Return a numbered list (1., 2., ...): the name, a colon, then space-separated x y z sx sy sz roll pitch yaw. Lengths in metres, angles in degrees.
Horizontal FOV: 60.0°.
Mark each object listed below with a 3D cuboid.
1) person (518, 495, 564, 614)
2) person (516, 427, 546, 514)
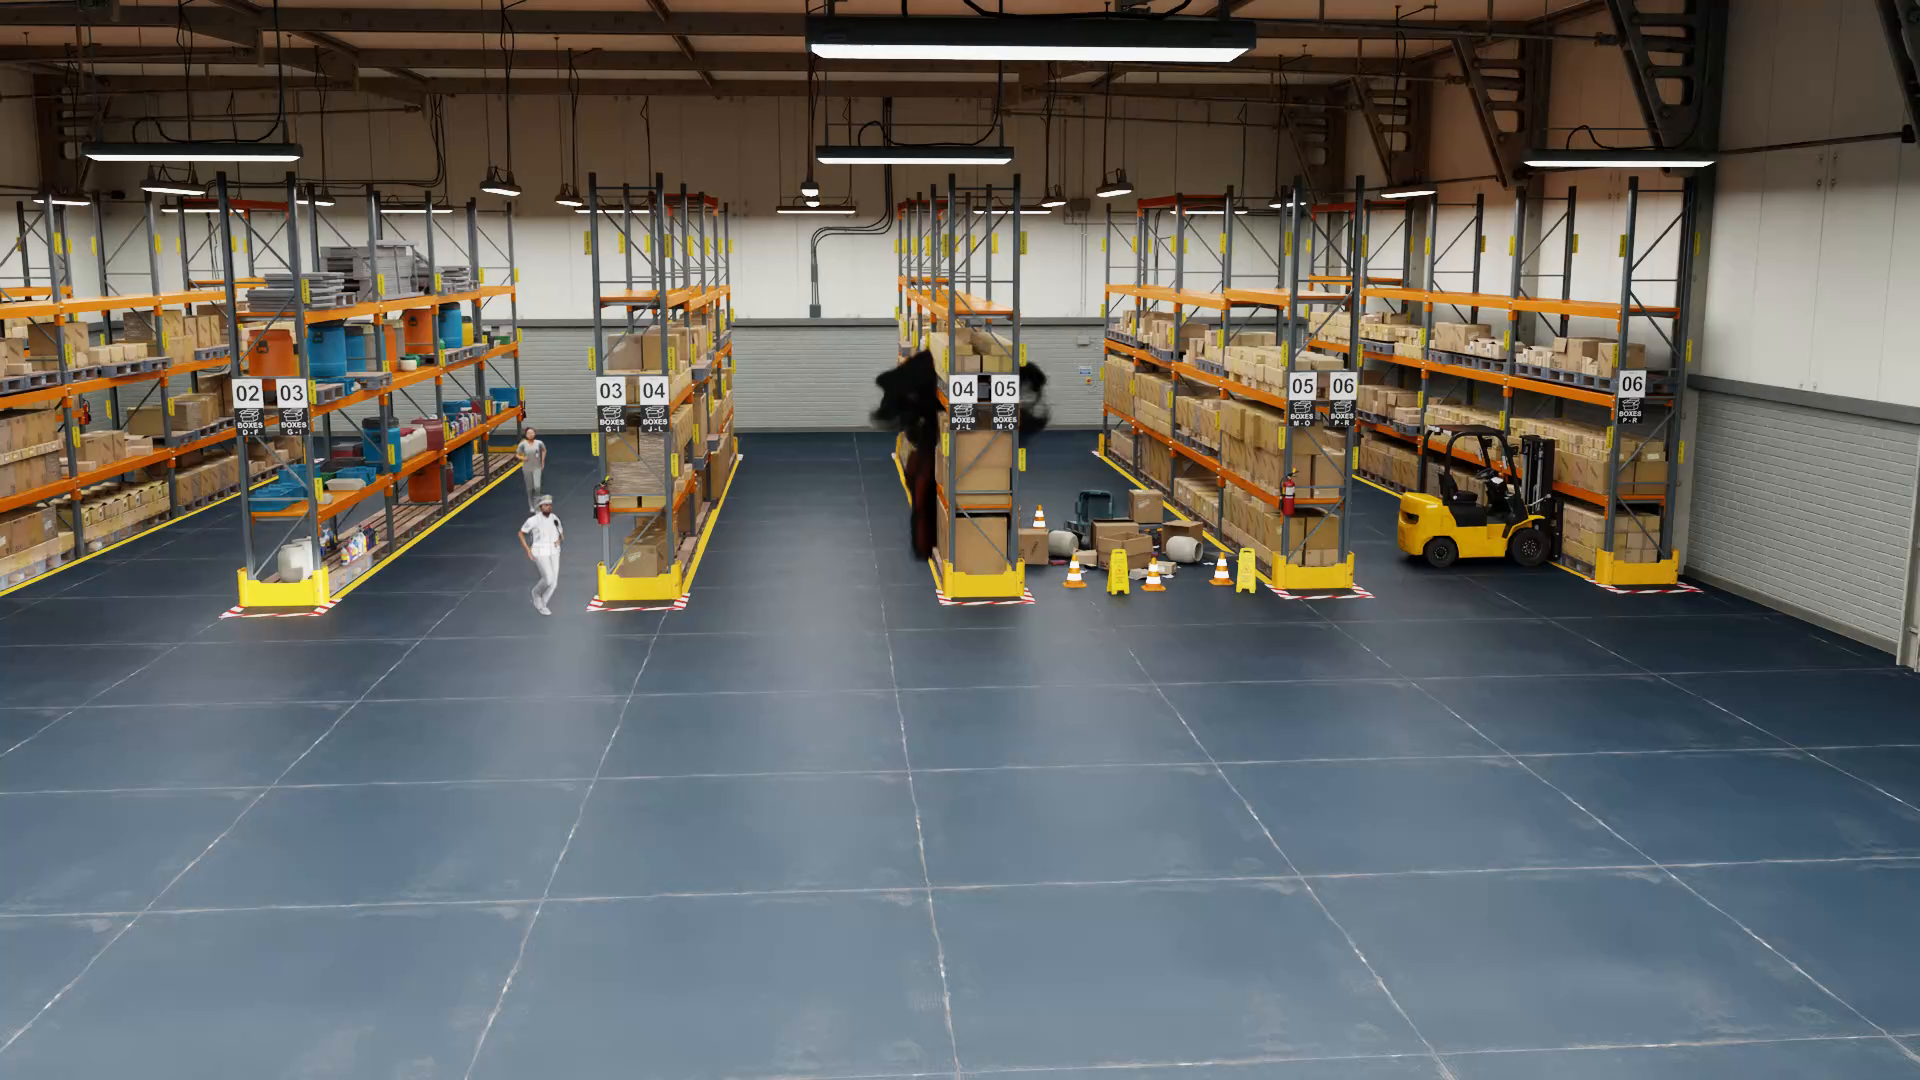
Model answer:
1. person: -5.668 0.203 22.814 0.534 1.655 0.575 9 14 42
2. person: -8.014 -1.260 31.112 0.550 1.711 0.762 -2 10 -12
